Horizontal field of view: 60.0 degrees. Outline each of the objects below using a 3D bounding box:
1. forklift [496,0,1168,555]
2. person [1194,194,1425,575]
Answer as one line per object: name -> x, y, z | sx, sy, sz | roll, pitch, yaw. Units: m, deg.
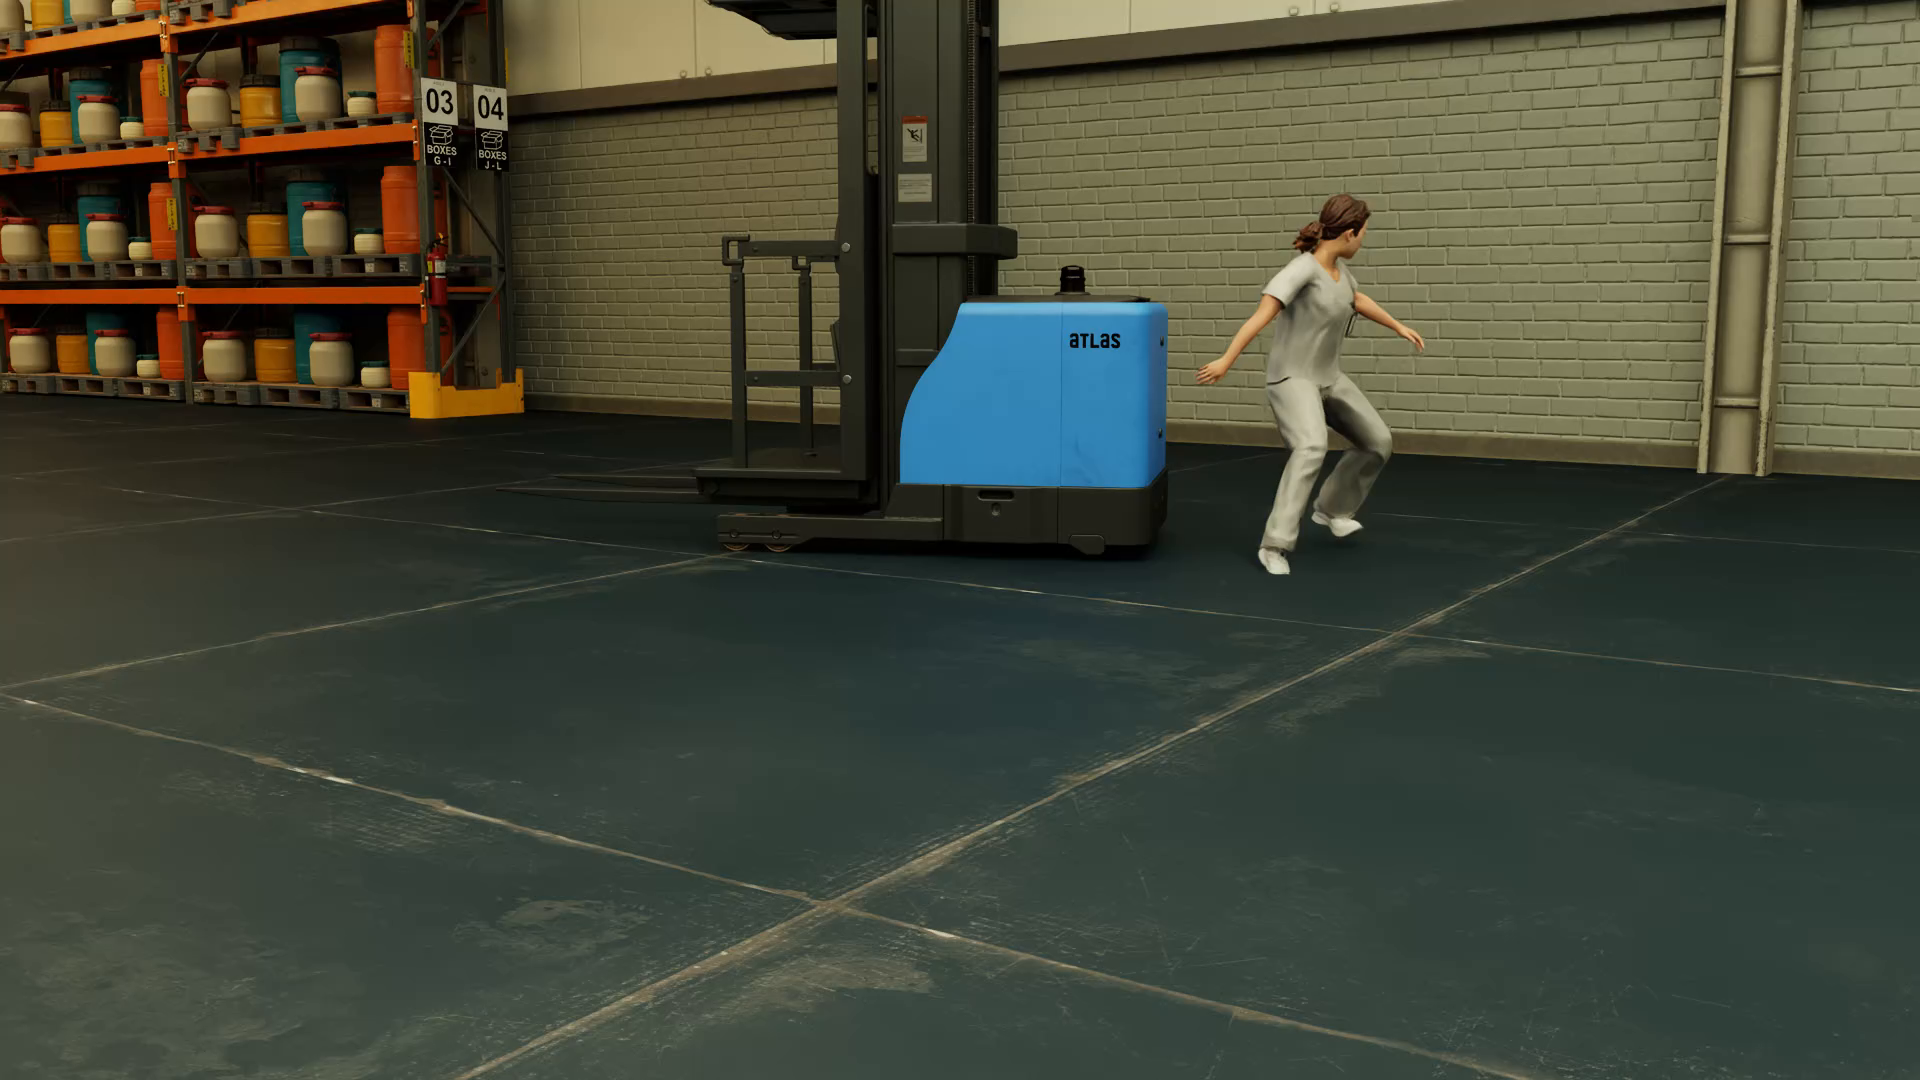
forklift -> -0.596, -1.469, 7.520 | 3.031, 2.935, 1.130 | 2, 8, 12
person -> 1.476, -0.621, 7.001 | 1.001, 1.596, 0.525 | -8, 11, -44
